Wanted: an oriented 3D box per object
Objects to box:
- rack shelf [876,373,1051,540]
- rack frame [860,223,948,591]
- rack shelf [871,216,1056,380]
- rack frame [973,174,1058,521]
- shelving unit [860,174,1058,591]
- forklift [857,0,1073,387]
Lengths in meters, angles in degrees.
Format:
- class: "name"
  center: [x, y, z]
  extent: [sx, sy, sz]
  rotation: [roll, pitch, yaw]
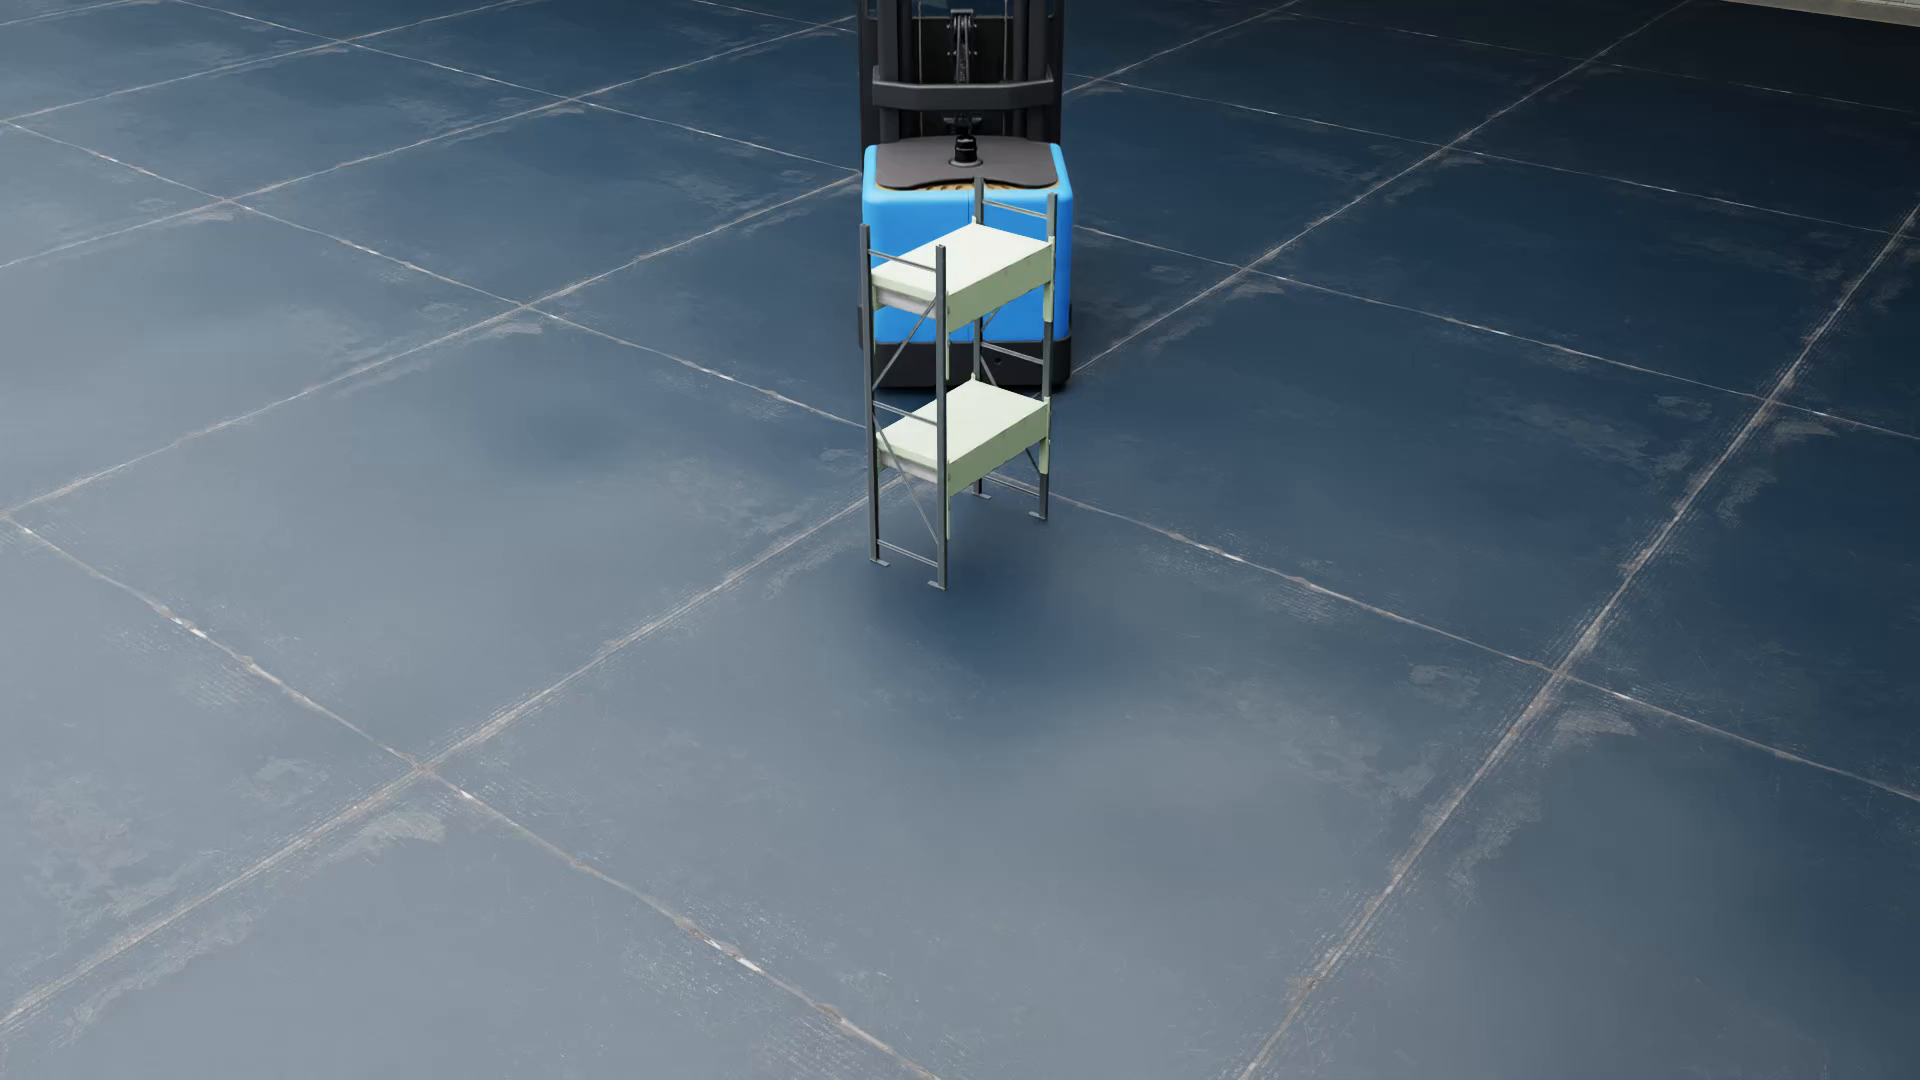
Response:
- class: "rack shelf"
  center: [0.004, -0.367, 7.038]
  extent: [0.431, 0.370, 0.720]
  rotation: [21, 37, 31]
- class: "rack frame"
  center: [-0.217, -0.499, 6.621]
  extent: [0.400, 1.500, 0.023]
  rotation: [21, 37, 31]
- class: "rack shelf"
  center: [0.004, -0.984, 6.673]
  extent: [0.431, 0.370, 0.720]
  rotation: [21, 37, 31]
- class: "rack frame"
  center: [0.225, -0.797, 7.123]
  extent: [0.400, 1.500, 0.023]
  rotation: [21, 37, 31]
- class: "shelving unit"
  center: [0.004, -0.648, 6.872]
  extent: [0.431, 1.500, 0.755]
  rotation: [21, 37, 31]
- class: "forklift"
  center: [-0.006, -2.751, 9.017]
  extent: [1.130, 2.935, 3.031]
  rotation: [-1, 31, -2]
